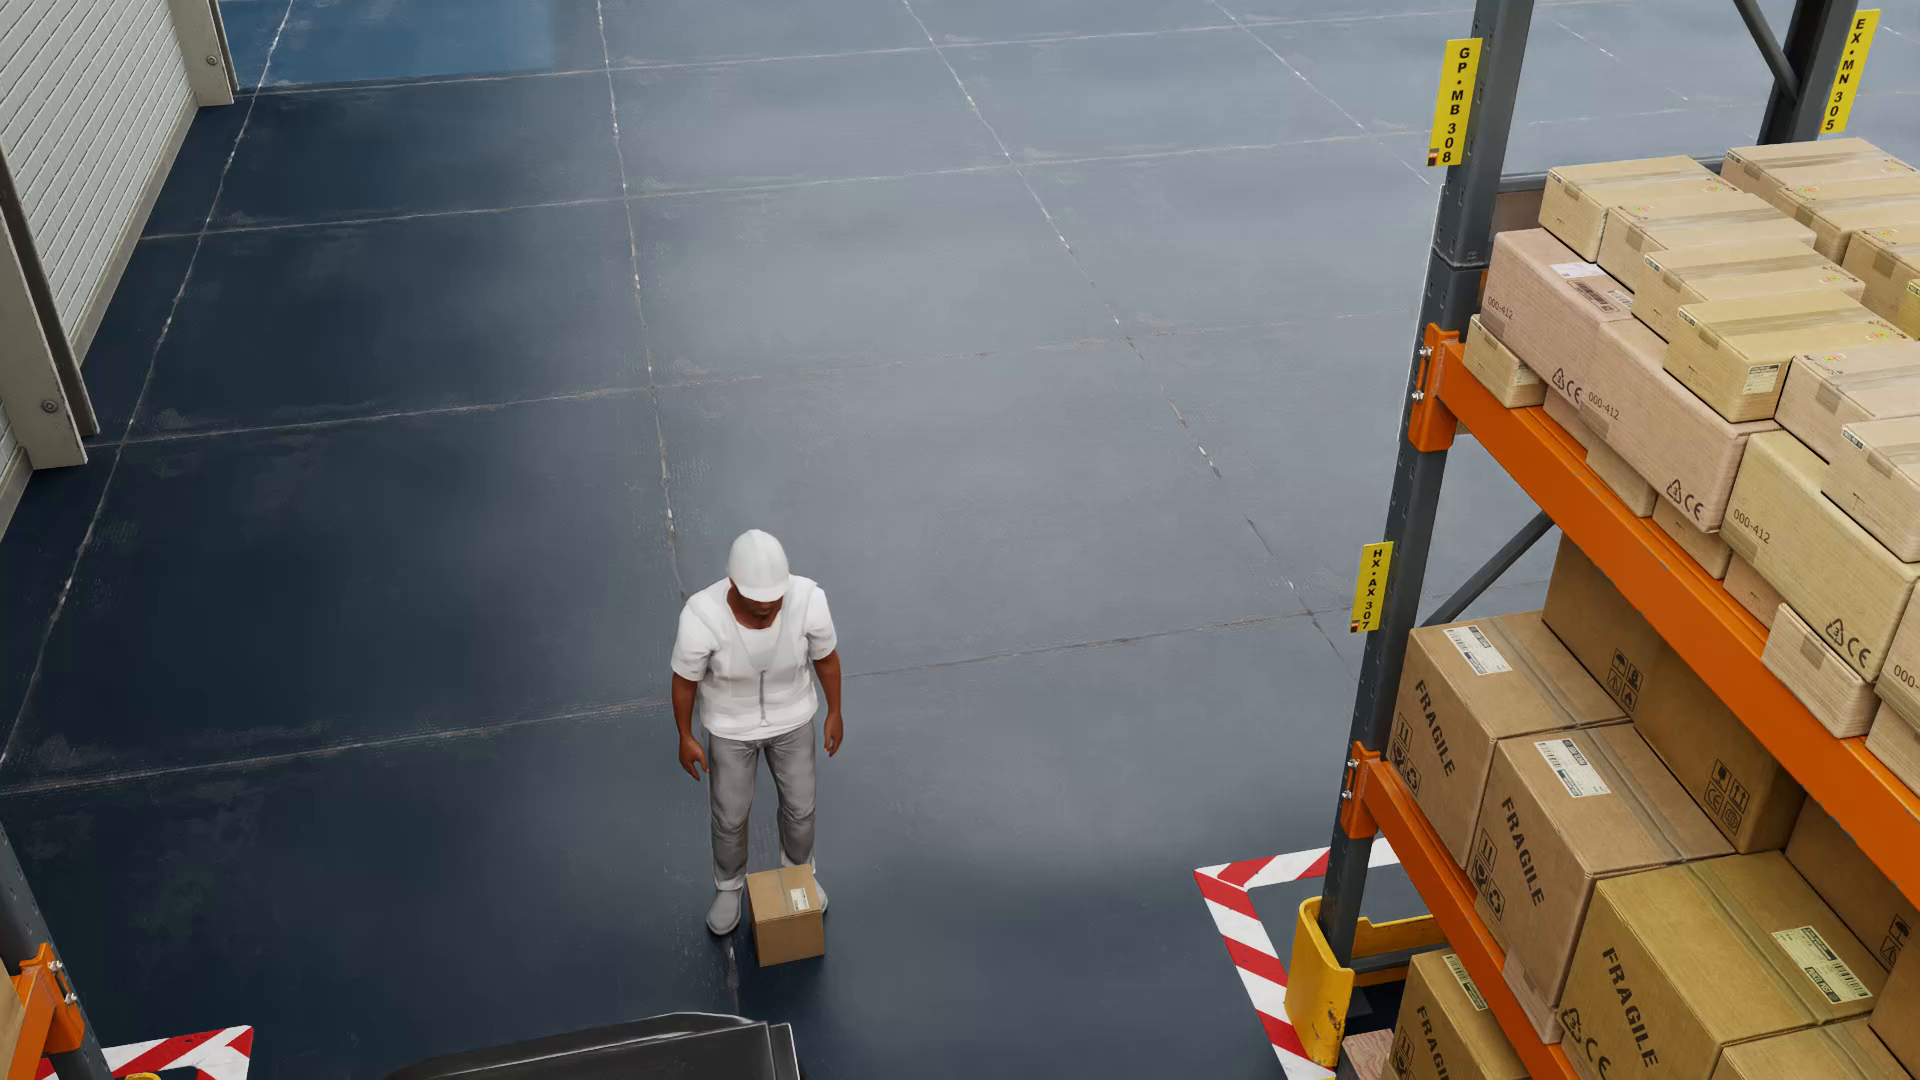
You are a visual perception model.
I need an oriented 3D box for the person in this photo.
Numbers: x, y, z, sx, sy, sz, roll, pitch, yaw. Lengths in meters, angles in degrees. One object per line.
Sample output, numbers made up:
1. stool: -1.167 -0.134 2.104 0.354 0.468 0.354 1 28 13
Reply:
1. person: -0.729 0.687 6.116 0.627 1.759 0.462 -9 35 -13
